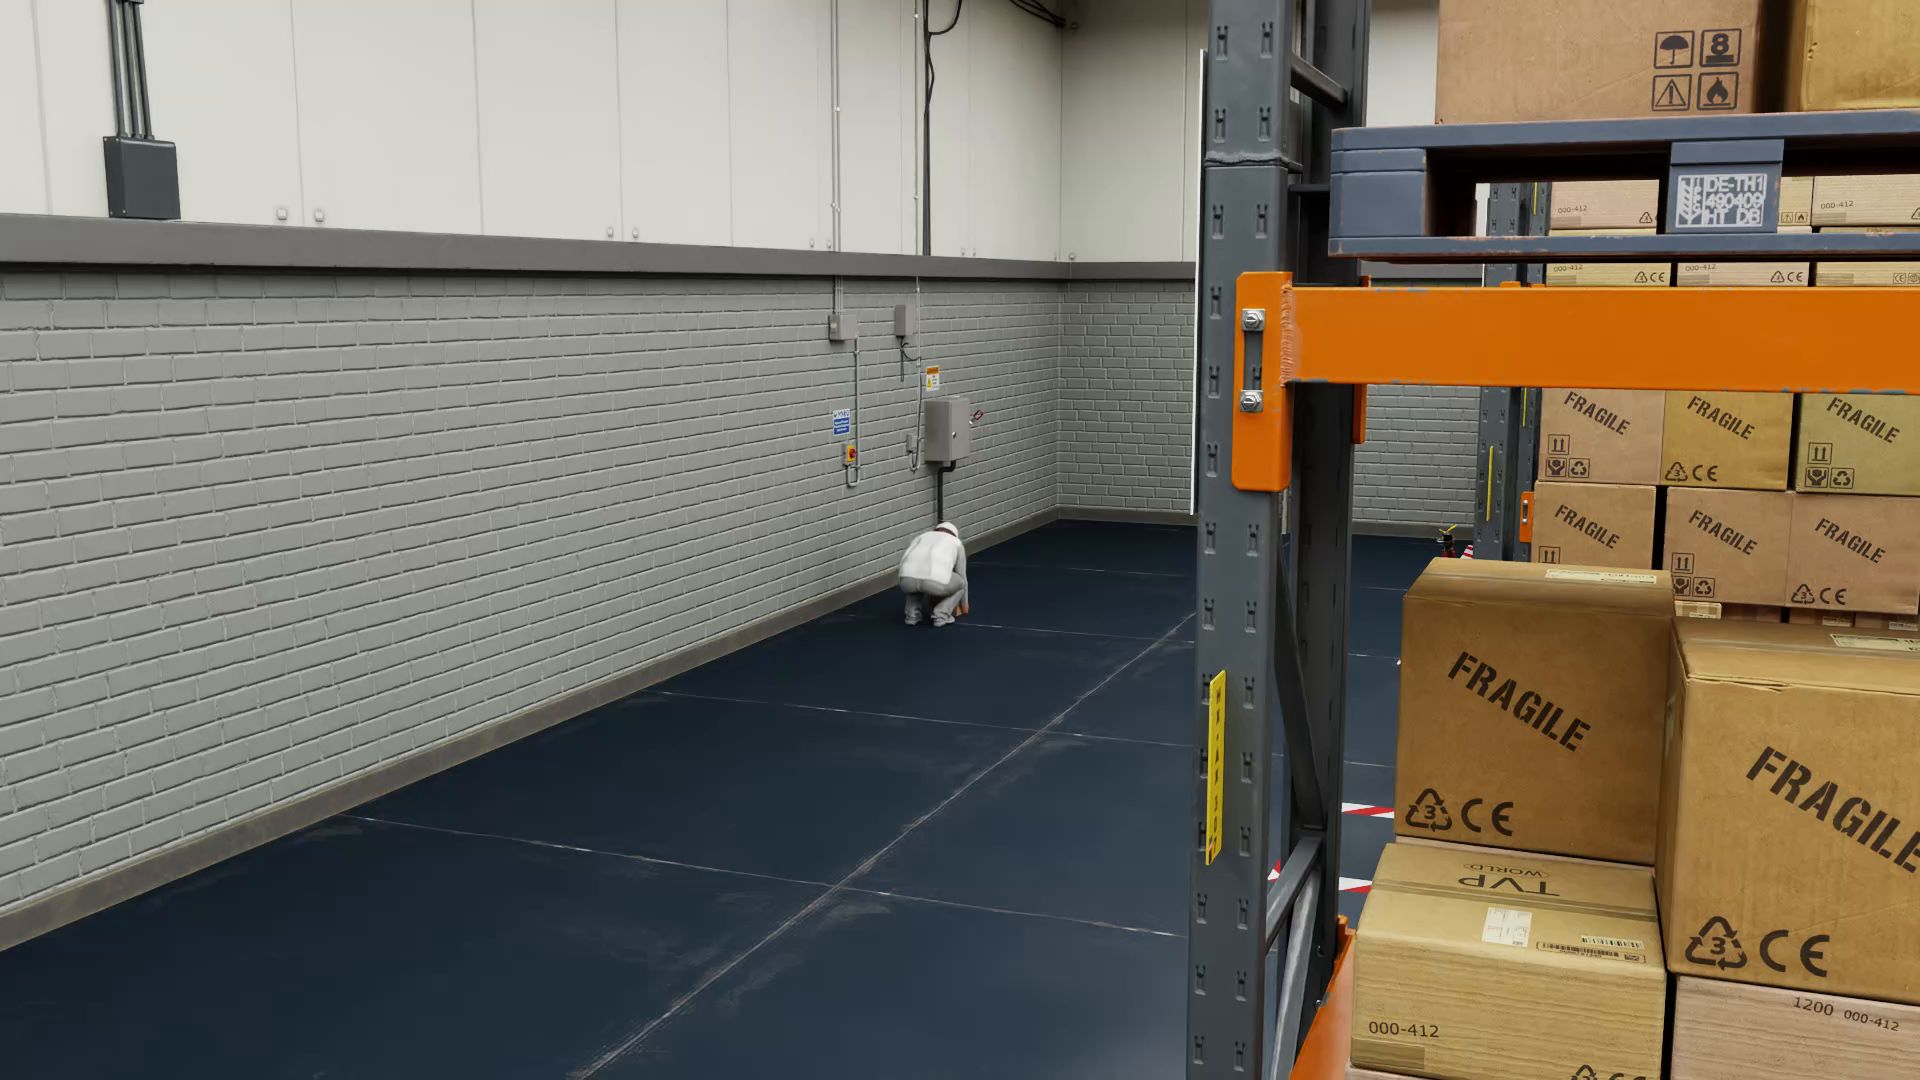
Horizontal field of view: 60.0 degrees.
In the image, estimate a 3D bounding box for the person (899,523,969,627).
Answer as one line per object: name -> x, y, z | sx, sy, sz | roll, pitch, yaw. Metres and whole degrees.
person -> -0.208, 0.331, 14.163 | 0.523, 0.864, 0.960 | 3, 9, 20
